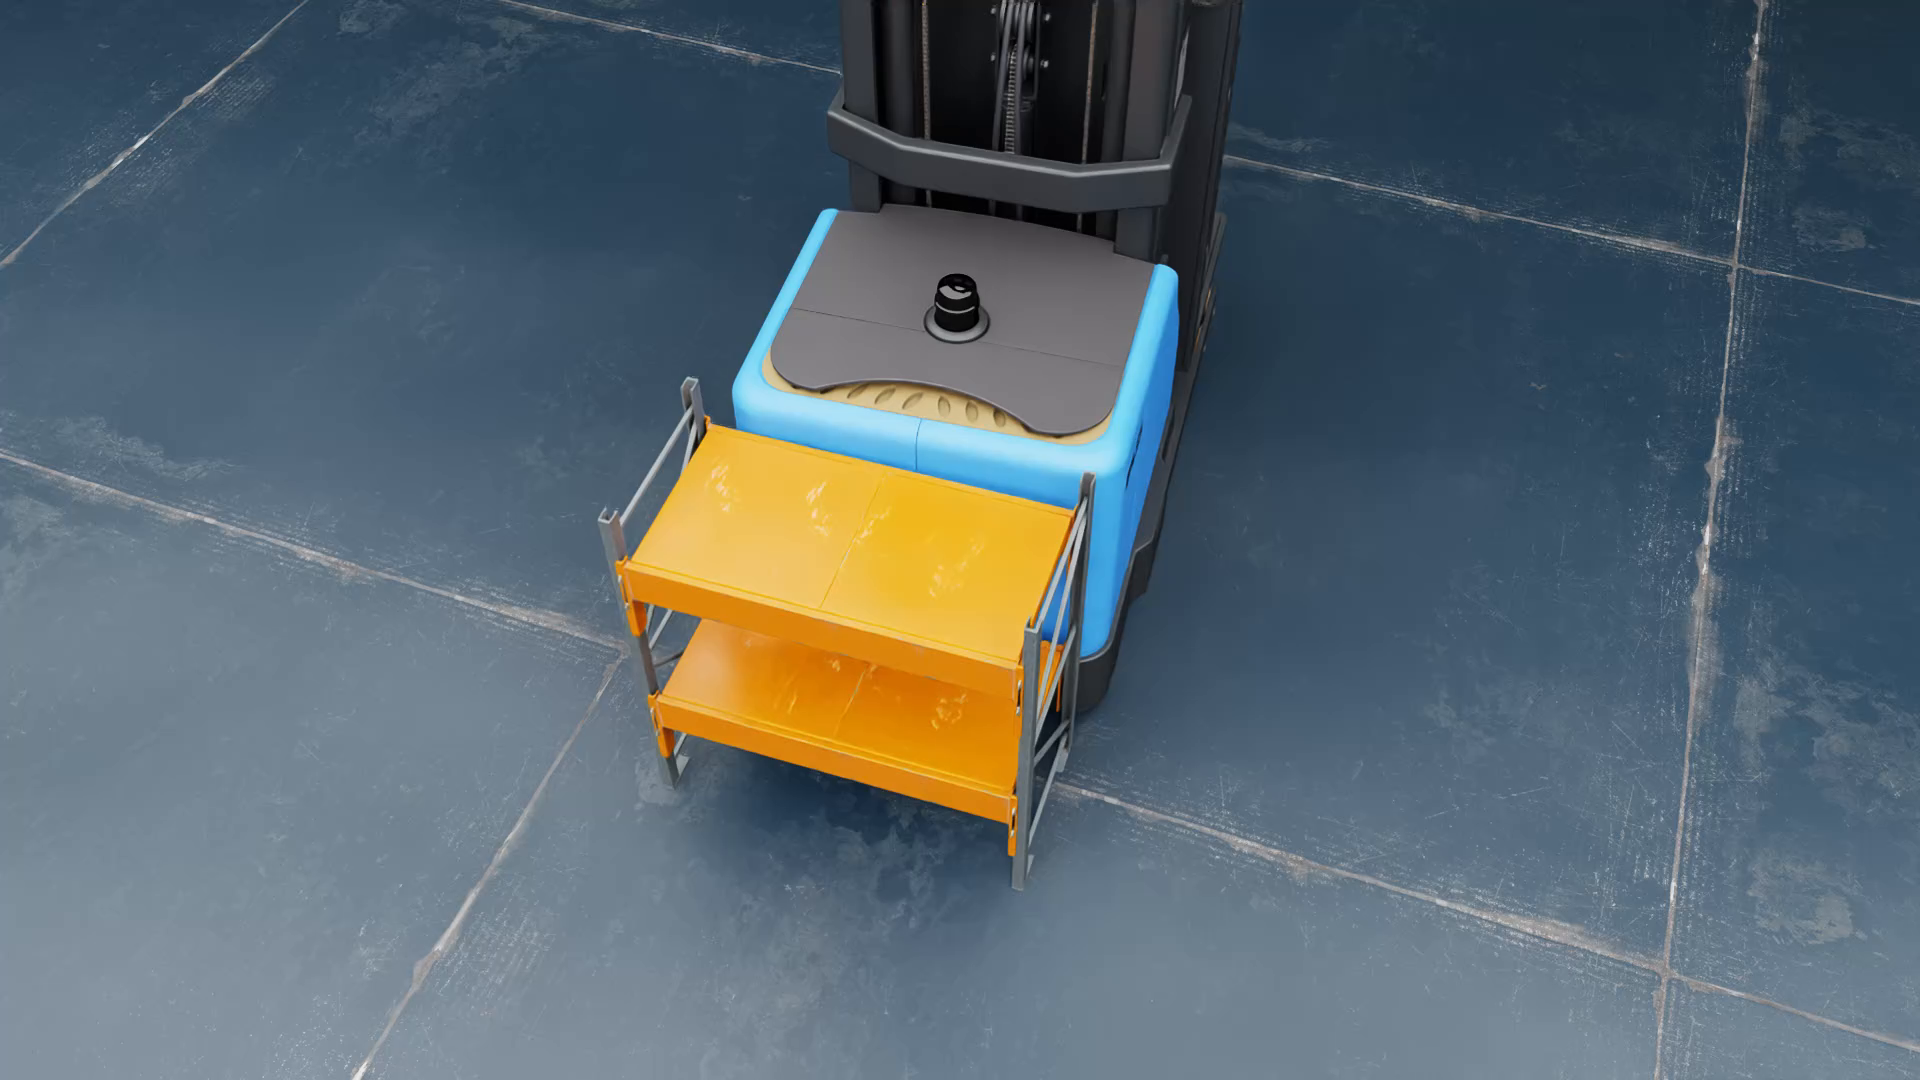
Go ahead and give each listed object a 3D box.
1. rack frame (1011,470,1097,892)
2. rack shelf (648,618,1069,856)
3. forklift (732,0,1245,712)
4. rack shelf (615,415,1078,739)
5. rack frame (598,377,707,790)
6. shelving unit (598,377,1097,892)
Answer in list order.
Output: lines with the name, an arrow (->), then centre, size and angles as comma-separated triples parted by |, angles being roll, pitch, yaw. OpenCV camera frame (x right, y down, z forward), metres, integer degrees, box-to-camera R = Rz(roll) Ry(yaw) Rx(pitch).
rack frame -> 0.229, 0.386, 4.171 | 0.032, 1.125, 0.500 | 14, 51, 12
rack shelf -> -0.254, 0.427, 4.459 | 1.000, 0.278, 0.538 | 14, 51, 12
forklift -> 0.281, -1.611, 4.707 | 1.130, 2.935, 3.031 | 11, 50, 10
rack shelf -> -0.254, 0.075, 4.053 | 1.000, 0.278, 0.538 | 14, 51, 12
rack frame -> -0.737, 0.148, 4.377 | 0.032, 1.125, 0.500 | 14, 51, 12
shelving unit -> -0.254, 0.267, 4.274 | 1.048, 1.125, 0.538 | 14, 51, 12
